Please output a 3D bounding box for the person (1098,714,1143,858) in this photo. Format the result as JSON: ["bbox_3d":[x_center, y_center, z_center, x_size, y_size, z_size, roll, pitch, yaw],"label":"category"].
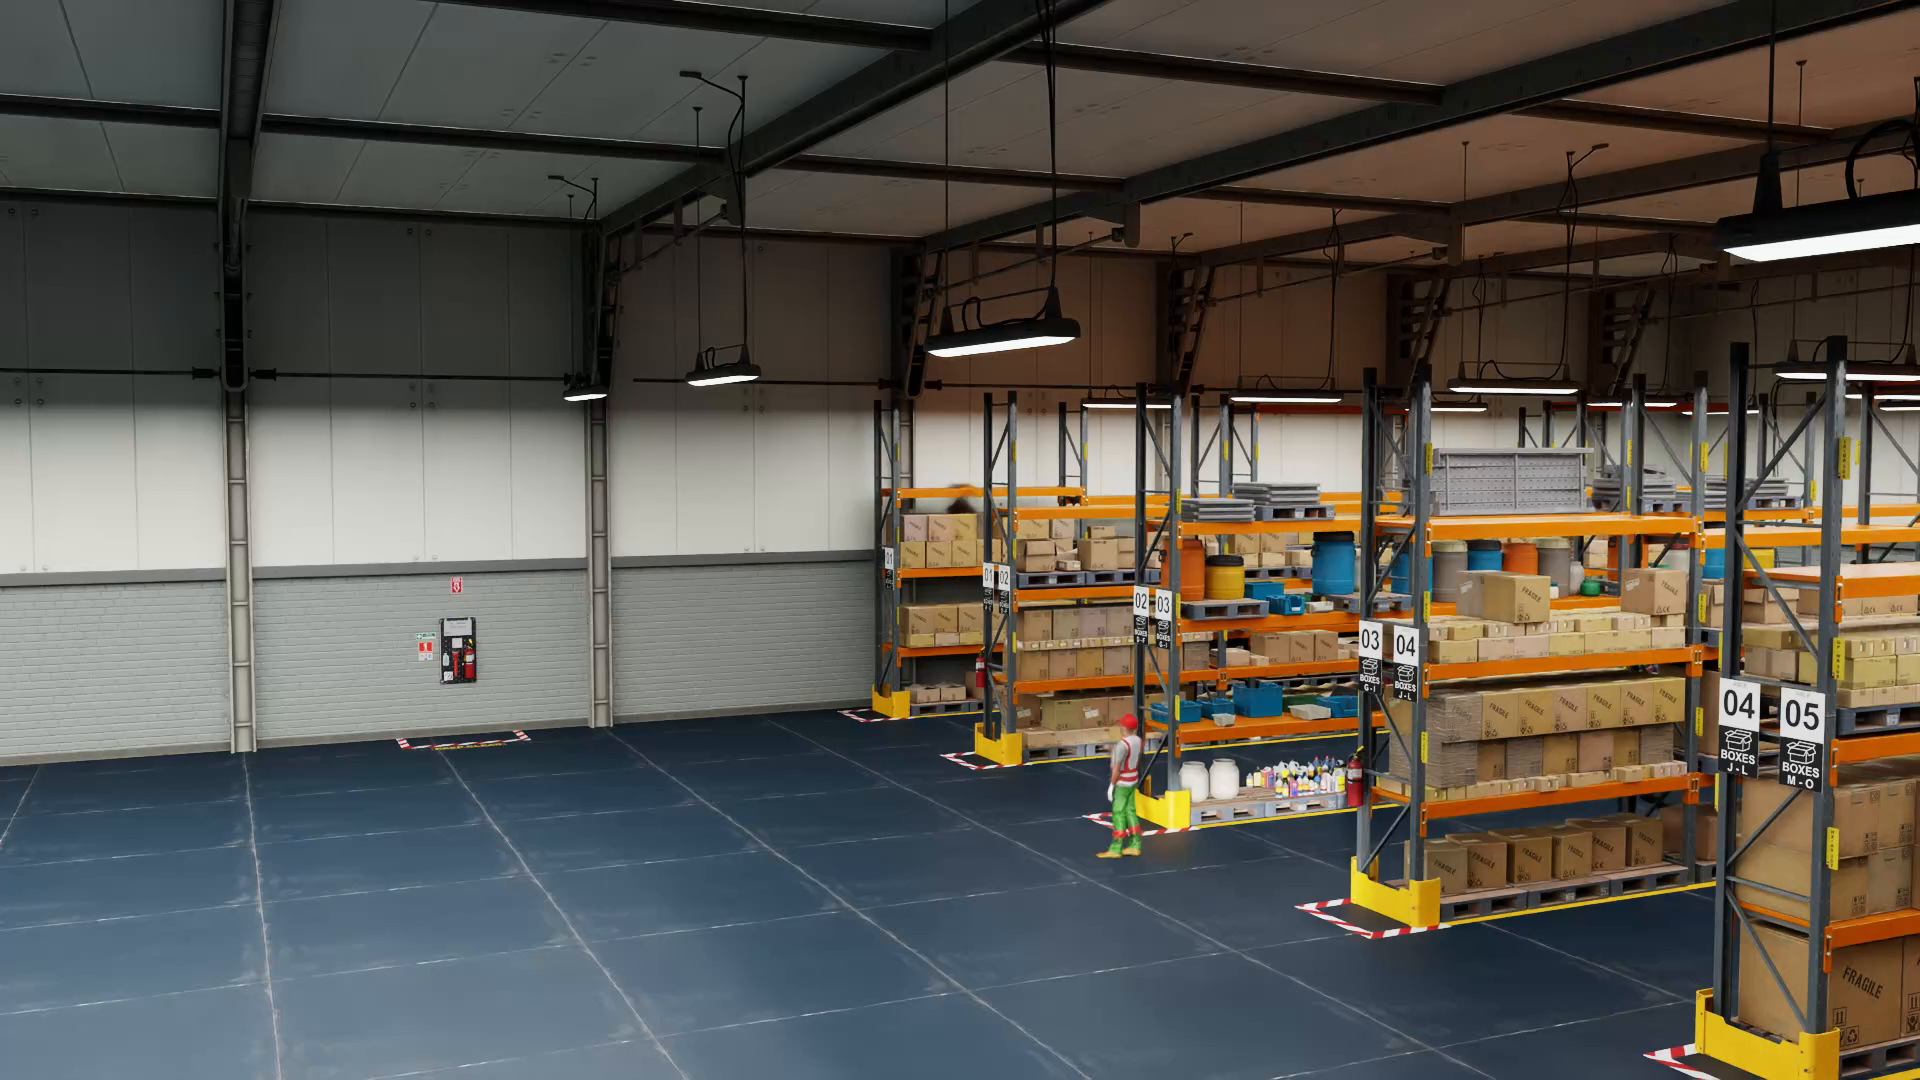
[{"bbox_3d":[2.004,3.064,20.788,0.511,1.800,0.569,1,3,18],"label":"person"}]

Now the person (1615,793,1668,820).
[{"bbox_3d":[9.140,3.070,22.387,0.869,1.542,0.364,-1,3,-17],"label":"person"}]
